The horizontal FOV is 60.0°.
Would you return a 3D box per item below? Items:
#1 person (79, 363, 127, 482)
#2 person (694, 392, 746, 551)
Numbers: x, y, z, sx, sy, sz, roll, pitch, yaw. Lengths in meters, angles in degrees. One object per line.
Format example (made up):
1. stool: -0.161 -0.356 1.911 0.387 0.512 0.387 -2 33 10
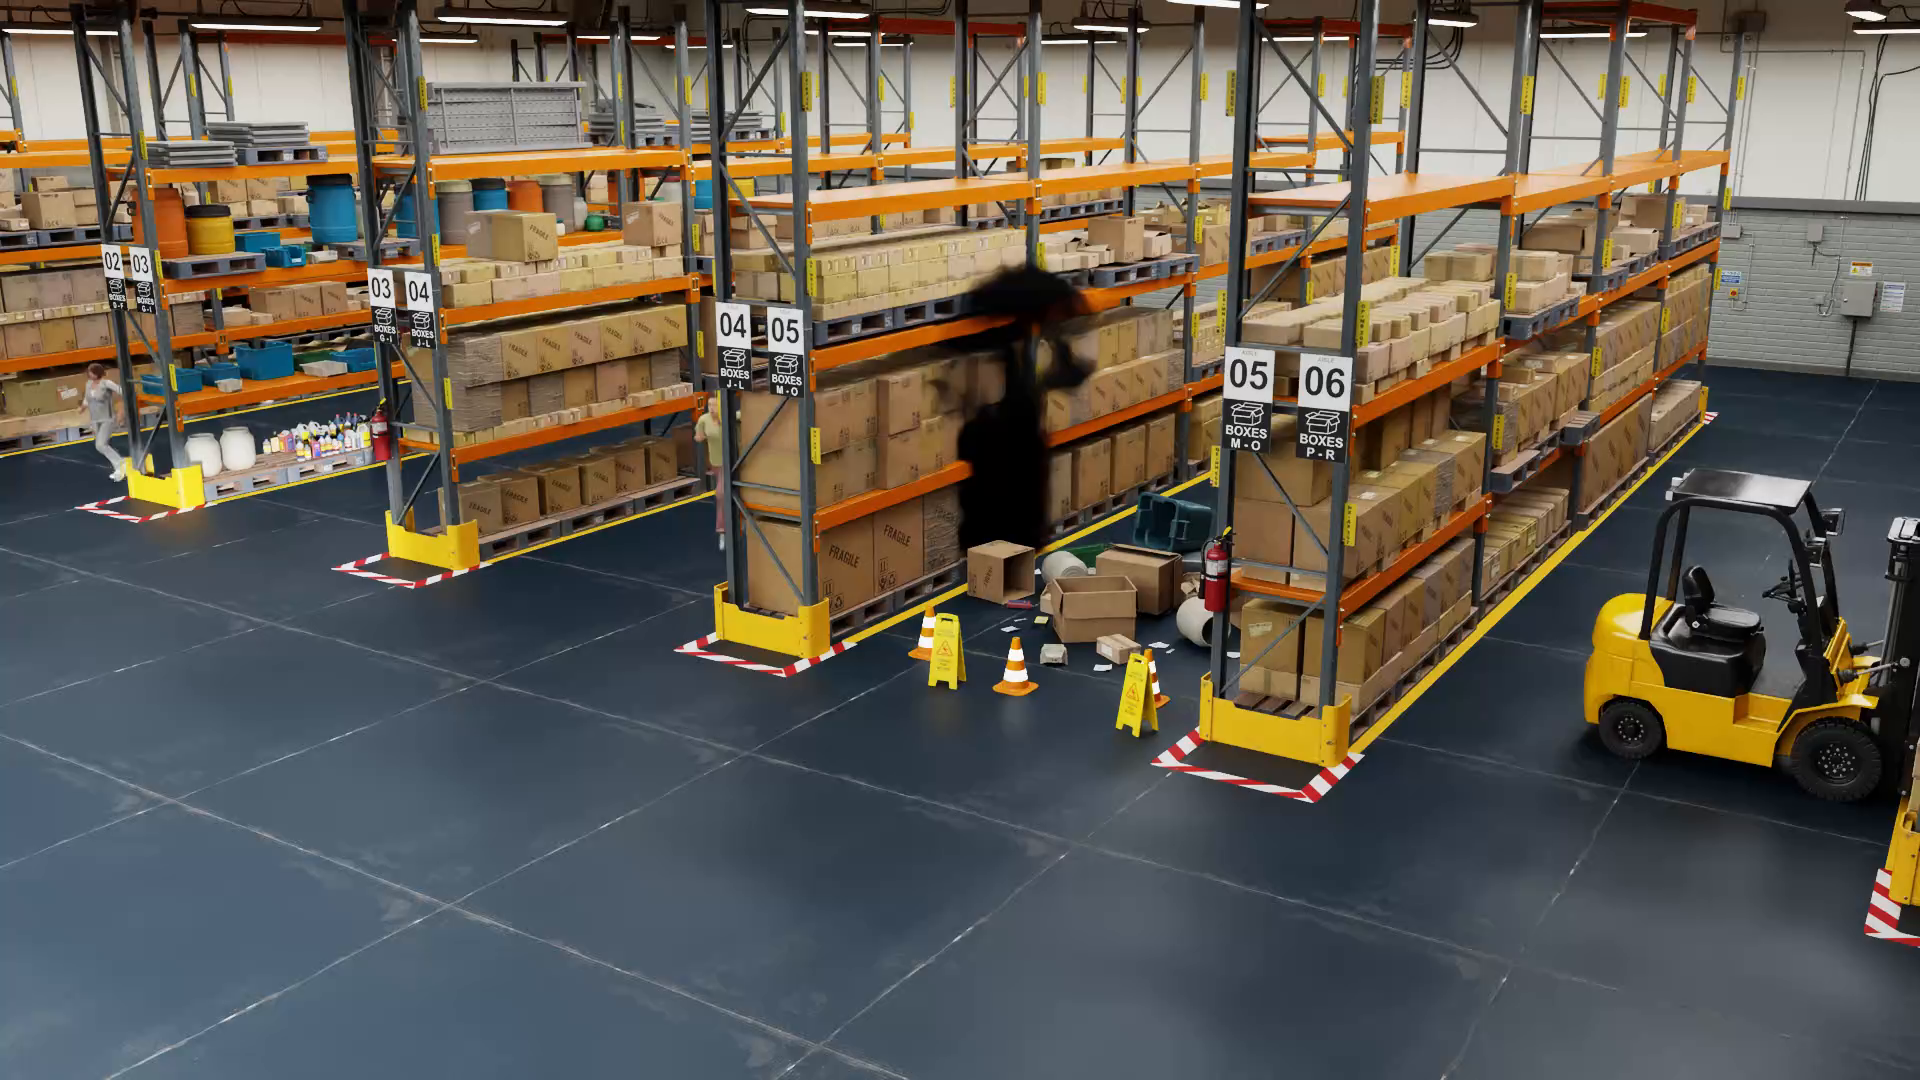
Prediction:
1. person: -11.211 -1.525 21.772 0.558 1.570 0.629 5 16 18
2. person: -2.534 -0.784 17.992 0.570 1.713 0.854 6 16 19
